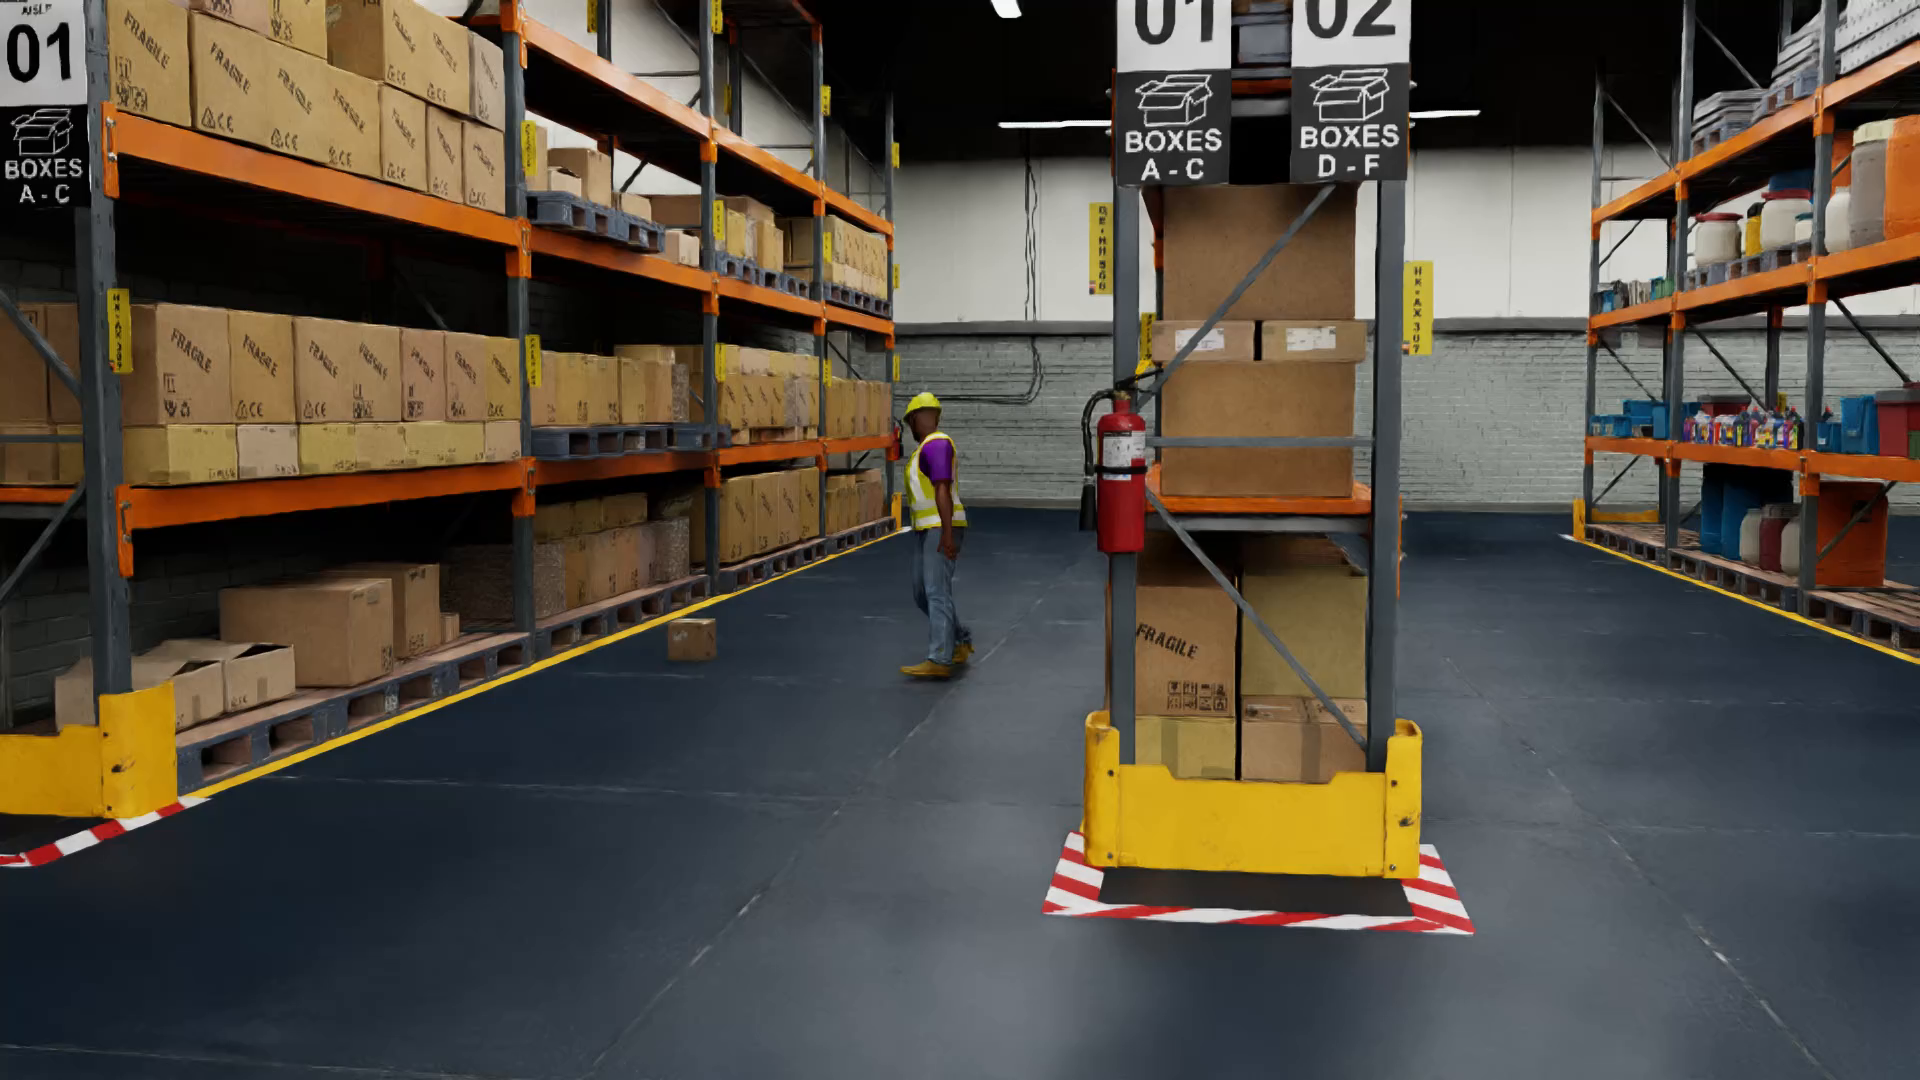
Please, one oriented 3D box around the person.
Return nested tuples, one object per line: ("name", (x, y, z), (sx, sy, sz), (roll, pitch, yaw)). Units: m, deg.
("person", (-0.149, -0.051, 10.264), (0.623, 1.723, 0.687), (-2, 5, -21))
